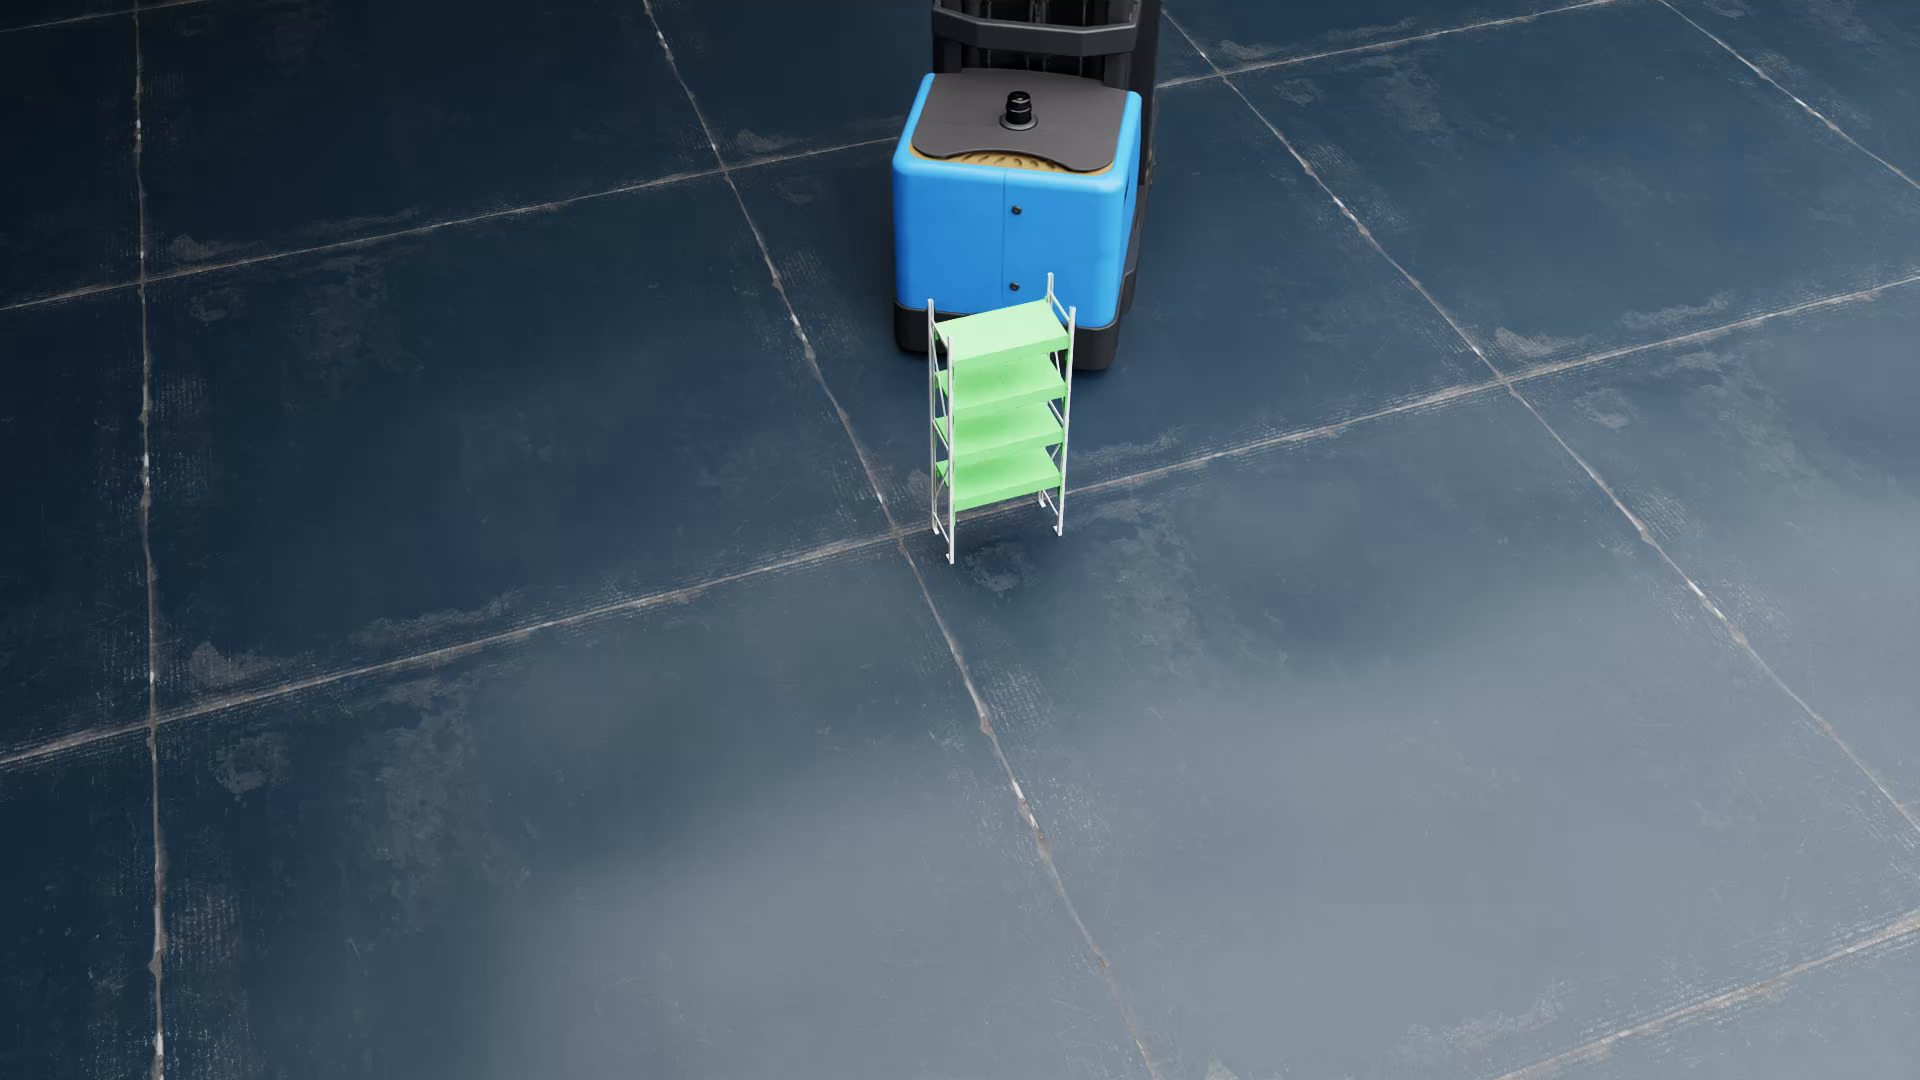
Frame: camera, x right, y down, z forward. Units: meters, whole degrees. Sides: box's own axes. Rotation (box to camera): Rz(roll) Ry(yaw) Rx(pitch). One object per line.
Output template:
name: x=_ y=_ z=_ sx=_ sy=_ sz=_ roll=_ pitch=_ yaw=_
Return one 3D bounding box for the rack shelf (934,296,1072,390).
rack shelf: x=0.156 y=-0.757 z=6.379 sx=0.480 sy=0.148 sz=0.258 roll=-14 pitch=47 yaw=-14

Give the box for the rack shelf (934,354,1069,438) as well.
rack shelf: x=0.156 y=-0.588 z=6.549 sx=0.480 sy=0.148 sz=0.258 roll=-14 pitch=47 yaw=-14

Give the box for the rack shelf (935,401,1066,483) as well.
rack shelf: x=0.156 y=-0.418 z=6.719 sx=0.480 sy=0.148 sz=0.258 roll=-14 pitch=47 yaw=-14

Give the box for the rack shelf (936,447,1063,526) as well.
rack shelf: x=0.156 y=-0.249 z=6.889 sx=0.480 sy=0.148 sz=0.258 roll=-14 pitch=47 yaw=-14

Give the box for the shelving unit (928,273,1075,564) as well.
shelving unit: x=0.156 y=-0.463 z=6.674 sx=0.503 sy=1.200 sz=0.258 roll=-14 pitch=47 yaw=-14

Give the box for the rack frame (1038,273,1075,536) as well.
rack frame: x=0.385 y=-0.522 z=6.732 sx=0.015 sy=1.200 sz=0.240 roll=-14 pitch=47 yaw=-14

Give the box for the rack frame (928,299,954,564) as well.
rack frame: x=-0.074 y=-0.405 z=6.616 sx=0.015 sy=1.200 sz=0.240 roll=-14 pitch=47 yaw=-14

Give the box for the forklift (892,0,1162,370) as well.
forklift: x=0.453 y=-2.882 z=7.862 sx=1.130 sy=2.935 sz=3.031 roll=7 pitch=46 yaw=7
